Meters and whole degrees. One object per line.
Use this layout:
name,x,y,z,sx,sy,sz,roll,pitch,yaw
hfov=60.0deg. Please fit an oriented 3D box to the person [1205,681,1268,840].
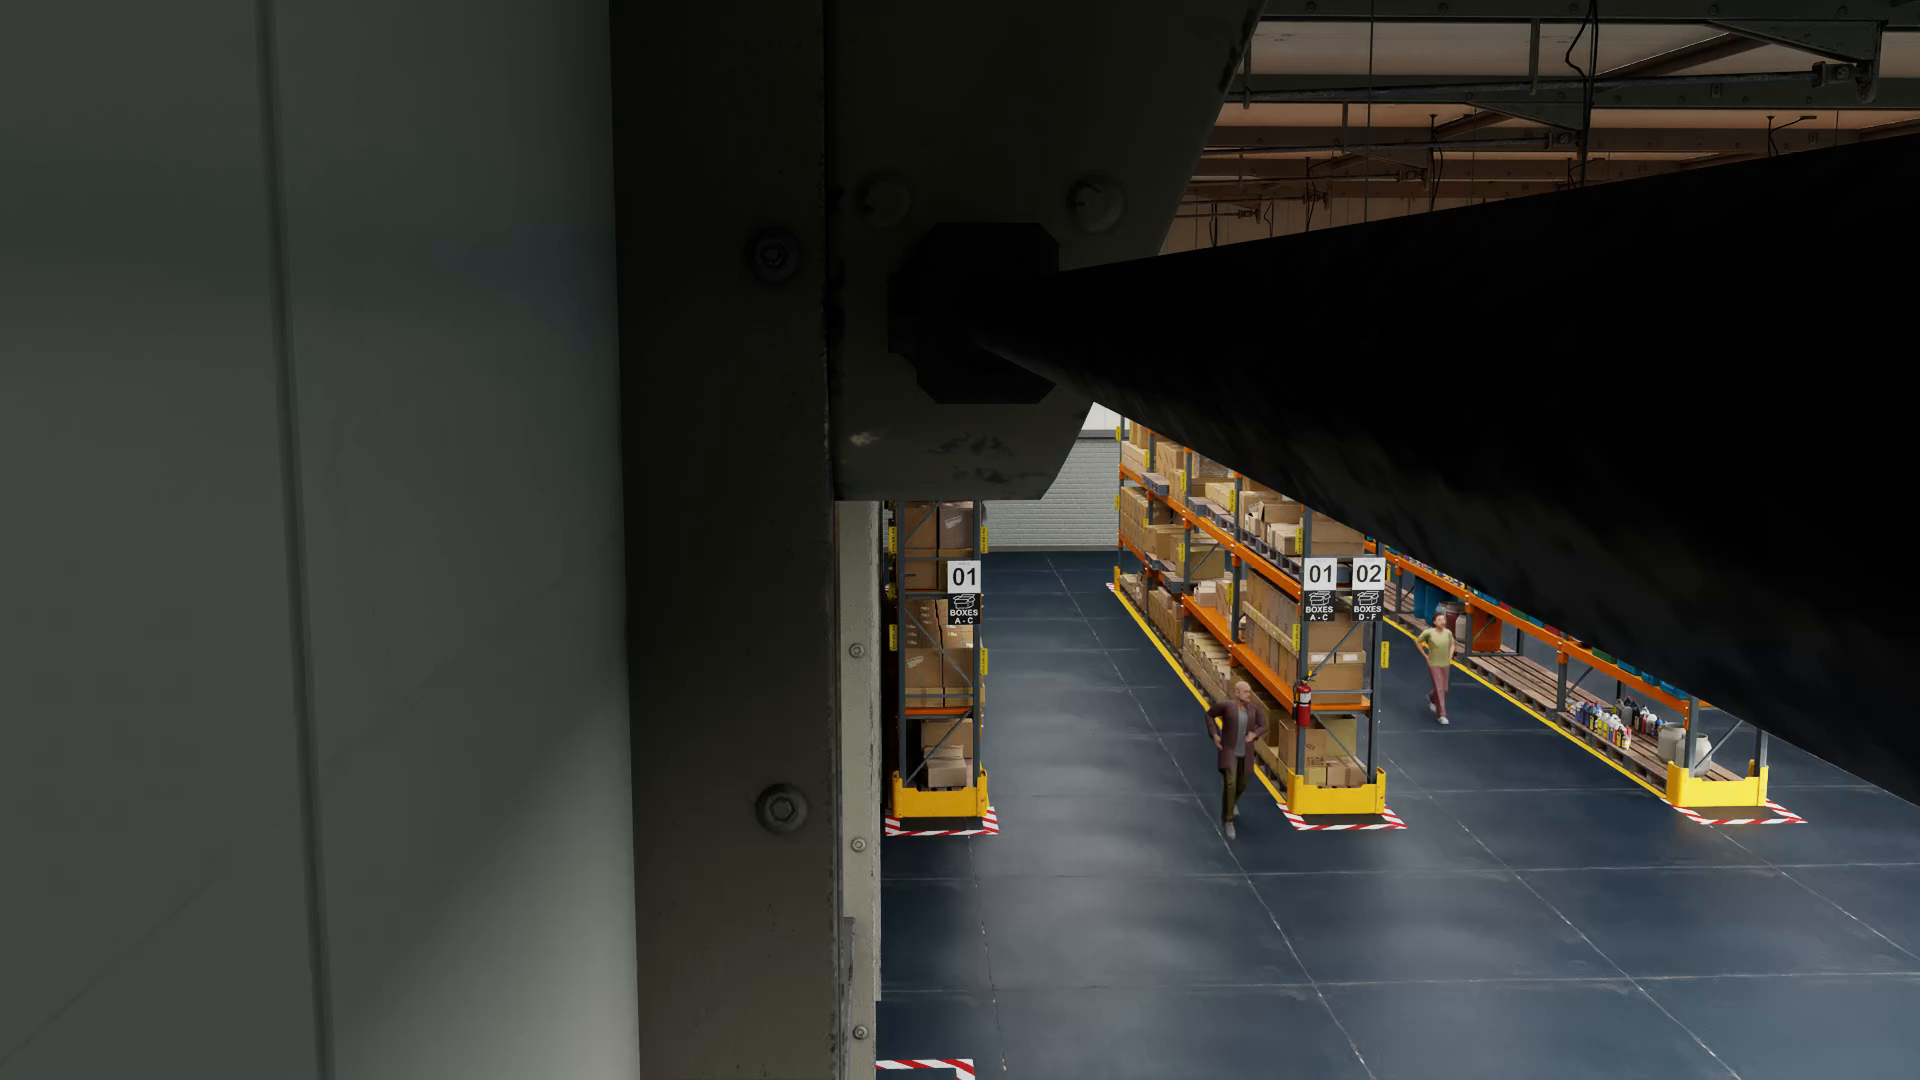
person,3.363,2.582,20.042,0.711,1.788,1.048,-2,8,-12

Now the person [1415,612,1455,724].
person,7.199,1.899,25.137,0.575,1.654,0.797,-1,8,-9
